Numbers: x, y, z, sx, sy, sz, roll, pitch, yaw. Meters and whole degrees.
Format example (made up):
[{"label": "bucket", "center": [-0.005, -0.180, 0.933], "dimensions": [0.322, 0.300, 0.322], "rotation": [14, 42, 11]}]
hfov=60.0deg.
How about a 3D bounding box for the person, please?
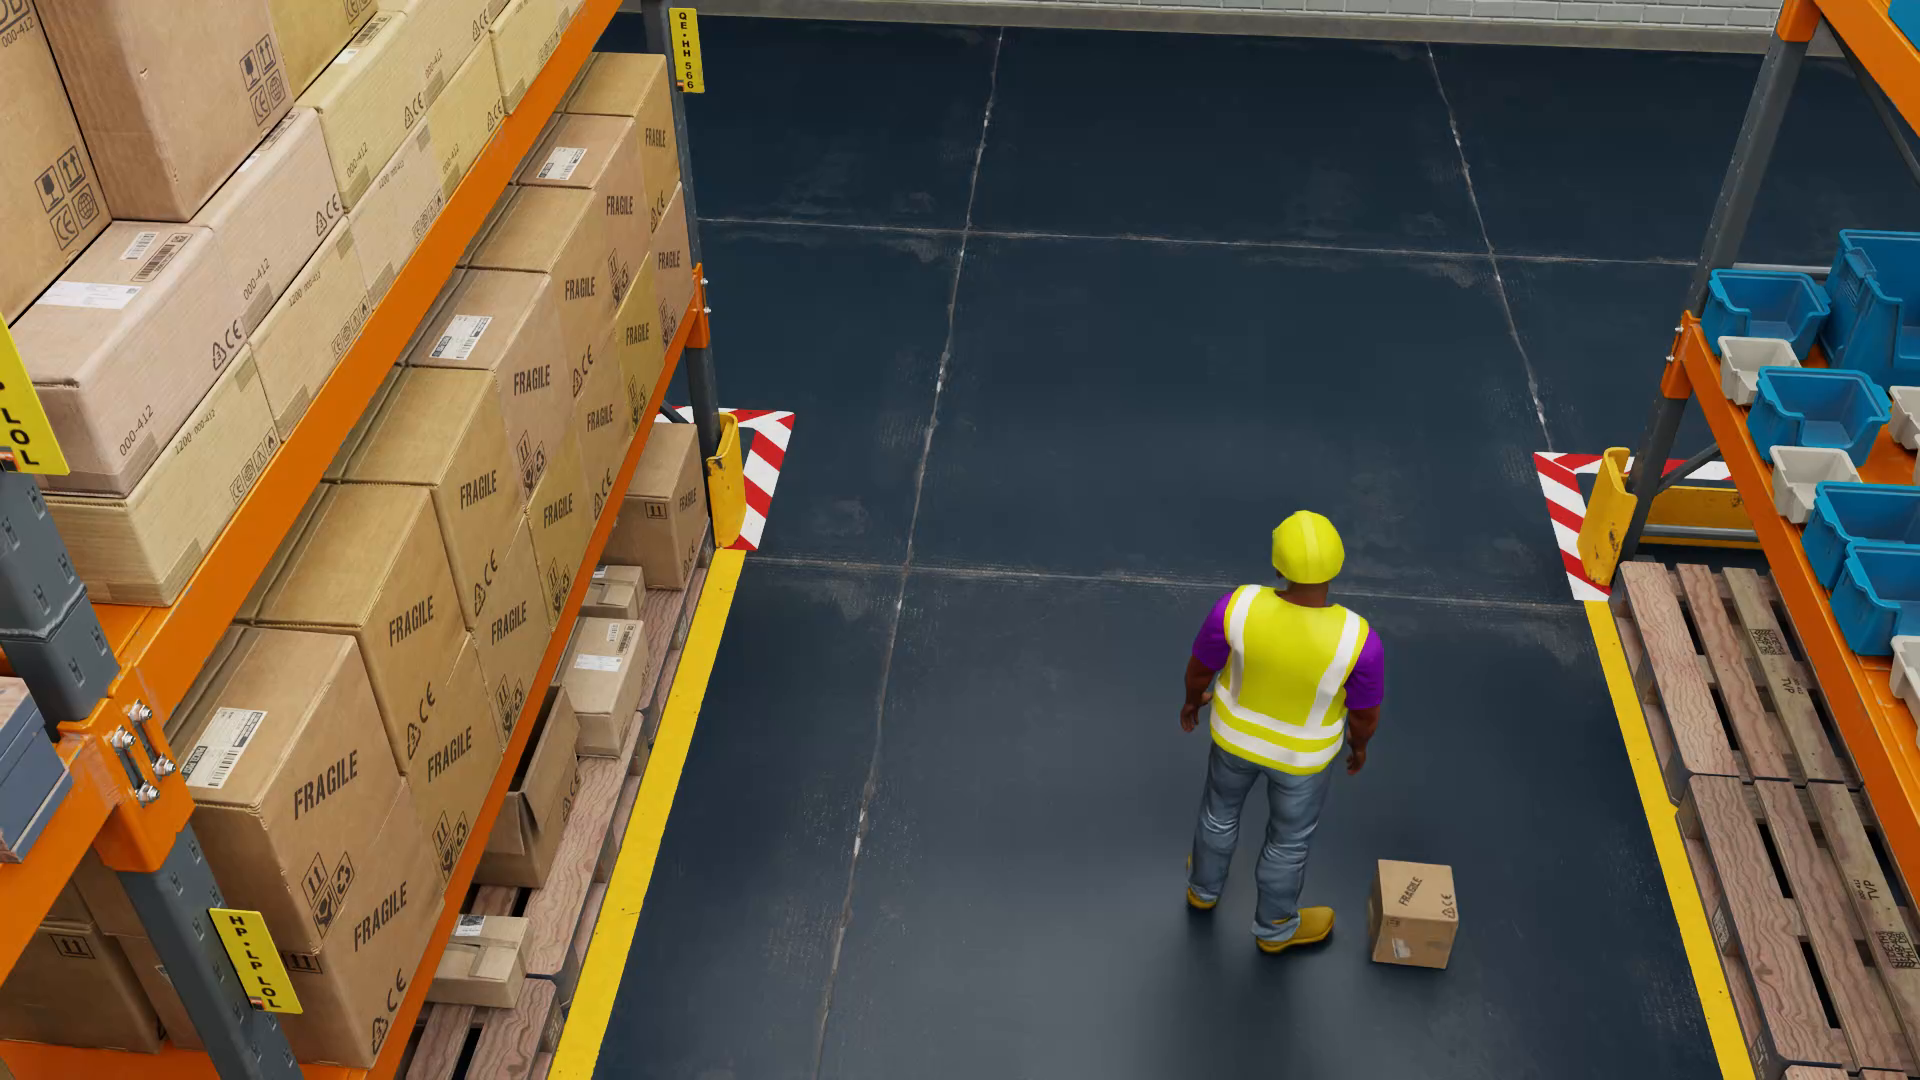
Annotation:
[{"label": "person", "center": [1.013, 0.614, 5.363], "dimensions": [0.629, 1.771, 0.376], "rotation": [18, 43, 21]}]
